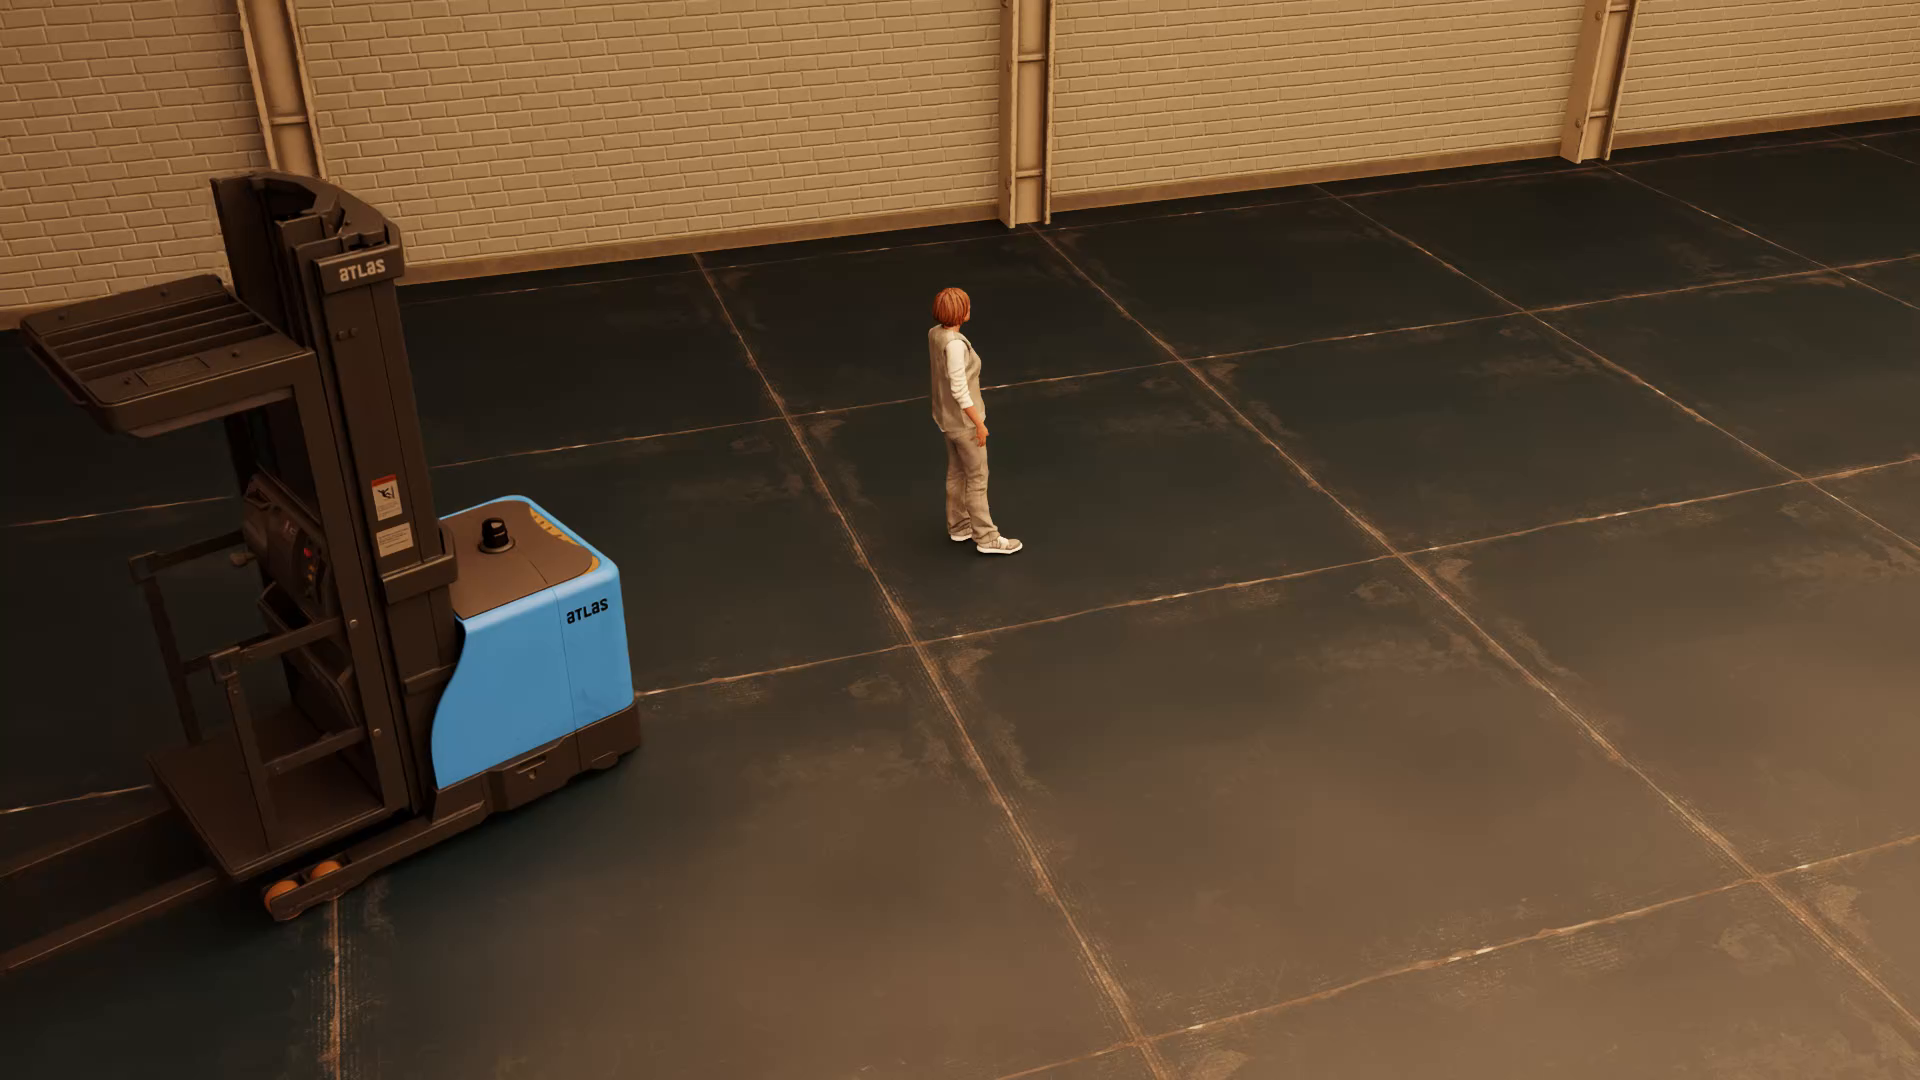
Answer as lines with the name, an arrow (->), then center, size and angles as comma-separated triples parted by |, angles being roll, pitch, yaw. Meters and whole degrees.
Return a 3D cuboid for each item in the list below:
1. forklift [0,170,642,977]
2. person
forklift -> -3.015, 0.073, 6.961 | 3.031, 2.935, 1.130 | -23, 37, -34
person -> 0.075, -0.704, 9.633 | 0.473, 1.599, 0.520 | -10, 31, -16
